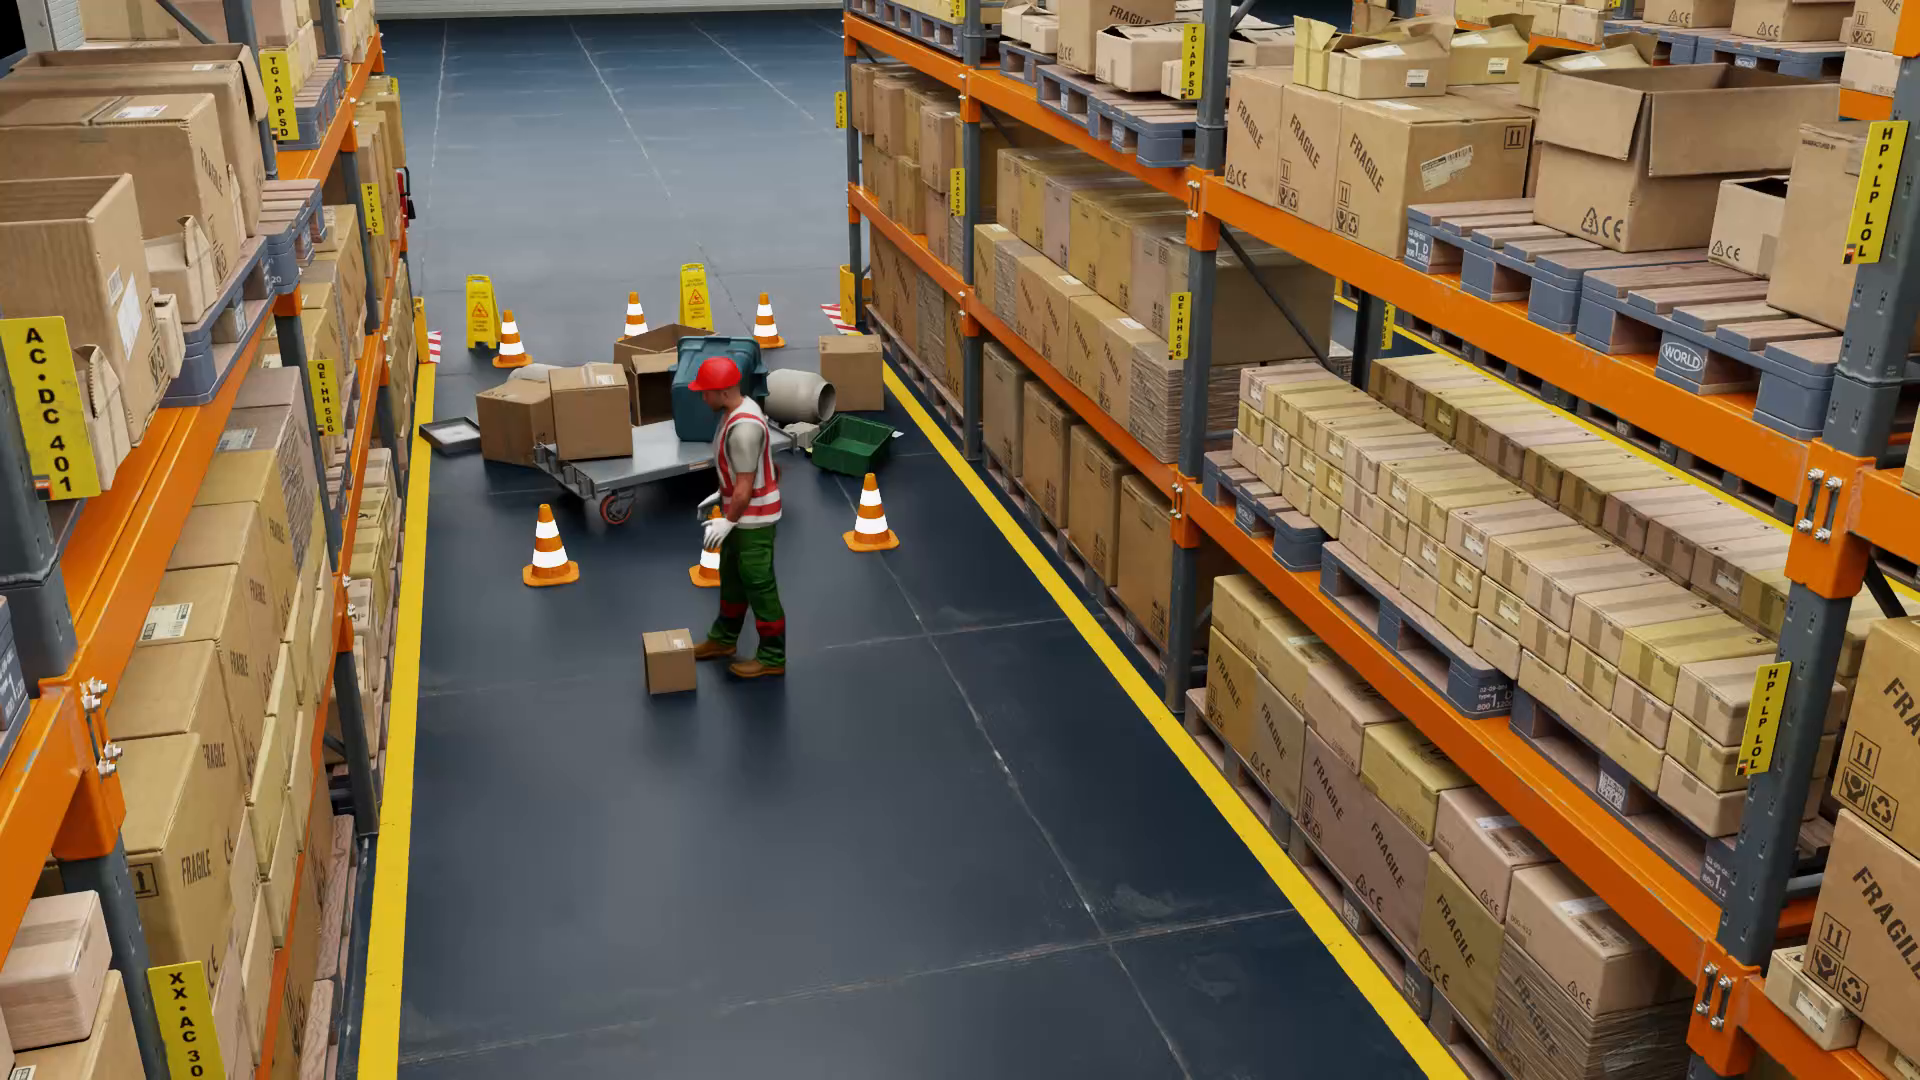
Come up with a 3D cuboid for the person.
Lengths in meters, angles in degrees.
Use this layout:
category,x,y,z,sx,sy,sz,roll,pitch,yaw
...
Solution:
category,x,y,z,sx,sy,sz,roll,pitch,yaw
person,-1.227,-0.115,8.807,0.562,1.784,0.563,-4,23,-9
